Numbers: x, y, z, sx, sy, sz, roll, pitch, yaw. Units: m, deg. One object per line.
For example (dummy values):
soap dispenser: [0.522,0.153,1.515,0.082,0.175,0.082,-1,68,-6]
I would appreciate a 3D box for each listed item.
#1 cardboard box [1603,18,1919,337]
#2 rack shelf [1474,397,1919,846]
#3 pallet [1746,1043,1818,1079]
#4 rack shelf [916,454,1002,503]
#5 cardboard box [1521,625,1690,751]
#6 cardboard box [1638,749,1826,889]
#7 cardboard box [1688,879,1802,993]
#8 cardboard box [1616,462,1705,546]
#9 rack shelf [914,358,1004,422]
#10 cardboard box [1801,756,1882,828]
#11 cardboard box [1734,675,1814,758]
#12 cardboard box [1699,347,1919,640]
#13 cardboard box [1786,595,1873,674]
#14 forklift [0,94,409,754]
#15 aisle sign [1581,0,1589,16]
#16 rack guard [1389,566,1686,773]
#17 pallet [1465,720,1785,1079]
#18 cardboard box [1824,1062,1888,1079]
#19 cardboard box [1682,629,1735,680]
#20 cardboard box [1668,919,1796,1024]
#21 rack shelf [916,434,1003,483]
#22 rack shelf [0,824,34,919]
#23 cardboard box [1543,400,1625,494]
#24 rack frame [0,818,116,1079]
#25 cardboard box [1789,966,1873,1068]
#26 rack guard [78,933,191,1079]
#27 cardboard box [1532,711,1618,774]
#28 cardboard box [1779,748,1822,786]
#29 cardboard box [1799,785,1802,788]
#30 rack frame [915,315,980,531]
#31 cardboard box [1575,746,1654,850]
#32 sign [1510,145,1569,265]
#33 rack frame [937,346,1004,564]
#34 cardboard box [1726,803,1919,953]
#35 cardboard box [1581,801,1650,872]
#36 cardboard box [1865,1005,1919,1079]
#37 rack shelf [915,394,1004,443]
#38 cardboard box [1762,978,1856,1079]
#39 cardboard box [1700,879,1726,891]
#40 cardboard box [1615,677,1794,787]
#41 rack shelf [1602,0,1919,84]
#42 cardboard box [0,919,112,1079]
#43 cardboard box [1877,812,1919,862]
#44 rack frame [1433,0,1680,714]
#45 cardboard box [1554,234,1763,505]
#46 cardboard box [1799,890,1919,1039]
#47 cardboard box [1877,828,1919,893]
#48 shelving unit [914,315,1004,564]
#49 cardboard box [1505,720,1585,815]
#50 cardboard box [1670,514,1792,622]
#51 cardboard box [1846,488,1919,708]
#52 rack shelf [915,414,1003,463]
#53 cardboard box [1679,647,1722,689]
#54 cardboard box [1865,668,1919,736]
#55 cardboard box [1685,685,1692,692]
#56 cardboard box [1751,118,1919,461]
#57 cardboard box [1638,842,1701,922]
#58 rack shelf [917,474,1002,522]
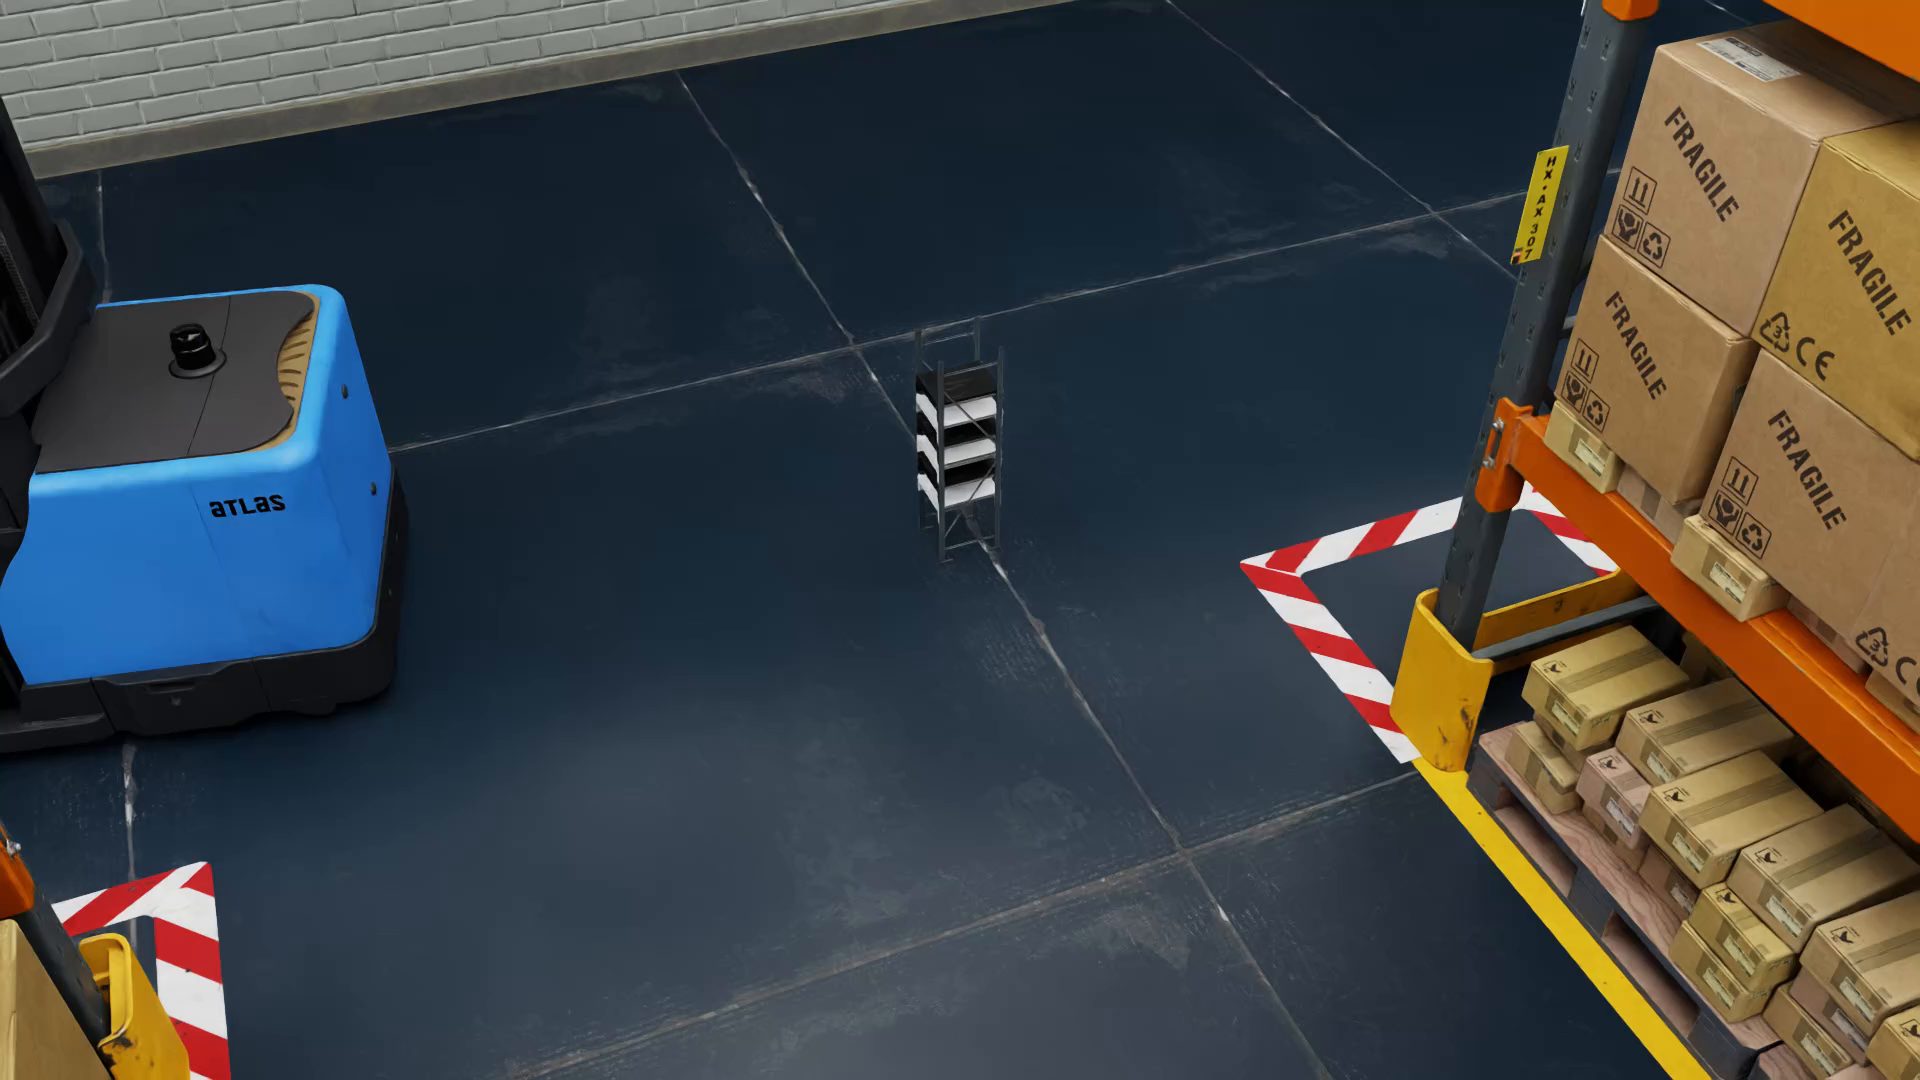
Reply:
cardboard box: [1.923,-0.861,3.878,0.500,0.500,0.500,-15,43,-17]
rack shelf: [2.762,0.810,3.559,1.077,0.370,4.000,-15,43,-17]
pallet: [2.767,1.668,4.149,1.003,0.211,1.213,-15,43,-17]
rack shelf: [-0.003,-0.253,6.043,0.258,0.077,0.200,-15,43,-17]
cardboard box: [1.883,0.429,4.859,0.380,0.149,0.250,-17,44,-19]
cardboard box: [2.078,0.749,4.487,0.380,0.149,0.250,-15,43,-17]
cardboard box: [2.186,1.007,4.414,0.380,0.149,0.250,-14,43,-16]
cardboard box: [1.953,-0.152,4.319,0.380,0.149,0.250,-14,43,-15]
rack shelf: [-0.003,-0.526,5.808,0.258,0.077,0.200,-15,43,-17]
cardboard box: [2.663,0.701,4.771,0.380,0.149,0.250,-17,43,-19]
cardboard box: [2.476,0.450,4.834,0.380,0.149,0.250,-14,43,-16]
cardboard box: [2.142,-0.163,3.834,0.500,0.500,0.500,-15,43,-17]
cardboard box: [2.233,0.145,3.973,0.380,0.149,0.250,-13,42,-15]
forklift: [-3.479,-0.692,4.807,3.031,2.935,1.130,-7,41,-8]
aisle sign: [1.692,-1.622,3.842,0.394,0.787,0.004,-15,43,-17]
rack guard: [2.026,0.326,5.487,1.175,0.500,0.348,-15,43,-17]
pallet: [2.304,0.934,5.002,1.003,0.211,1.213,-15,43,-17]
cardboard box: [2.376,1.418,4.165,0.380,0.149,0.250,-17,44,-19]
cardboard box: [2.433,0.284,5.027,0.380,0.149,0.250,-15,43,-16]
cardboard box: [2.175,1.116,4.516,0.380,0.149,0.250,-15,43,-16]
rack shelf: [-0.003,-0.321,5.984,0.258,0.077,0.200,-15,43,-17]
rack shelf: [-1.859,1.987,2.191,1.077,0.370,4.000,-15,43,-17]
cardboard box: [1.818,-0.295,4.485,0.380,0.149,0.250,-15,43,-17]
rack frame: [-2.621,0.508,3.358,0.949,2.616,0.053,-15,43,-17]
cardboard box: [2.375,1.143,4.256,0.380,0.149,0.250,-17,44,-19]
rack guard: [-2.634,1.442,4.189,1.175,0.500,0.348,-15,43,-17]
cardboard box: [1.960,0.521,4.980,0.380,0.149,0.250,-13,42,-15]
cardboard box: [2.513,0.559,4.936,0.380,0.149,0.250,-16,43,-18]
cardboard box: [2.583,0.649,5.059,0.380,0.149,0.250,-14,43,-16]
rack frame: [-0.042,-0.407,6.034,0.240,0.900,0.006,-15,43,-17]
cardboard box: [2.013,0.700,4.771,0.380,0.149,0.250,-15,43,-17]
sign: [1.495,-0.860,4.286,0.100,0.325,0.005,-15,43,-17]
rack frame: [0.036,-0.285,5.891,0.240,0.900,0.006,-15,43,-17]
cardboard box: [2.249,0.878,4.337,0.380,0.149,0.250,-17,44,-19]
cardboard box: [2.077,0.787,4.899,0.380,0.149,0.250,-15,43,-17]
cardboard box: [2.405,1.217,3.942,0.380,0.149,0.250,-14,43,-16]
rack shelf: [-0.003,-0.457,5.867,0.258,0.077,0.200,-15,43,-17]
cardboard box: [2.361,1.246,4.365,0.380,0.149,0.250,-15,43,-17]
cardboard box: [2.188,0.826,4.626,0.380,0.149,0.250,-15,43,-16]
cardboard box: [2.100,0.565,4.700,0.380,0.149,0.250,-14,43,-16]
rack shelf: [2.762,-0.327,2.581,1.077,0.370,4.000,-15,43,-17]
cardboard box: [-2.306,1.521,3.488,0.875,0.875,0.875,-15,43,-17]
cardboard box: [2.733,0.746,4.490,0.380,0.149,0.250,-17,43,-19]
rack frame: [1.997,-0.667,4.726,1.000,3.000,0.127,-15,43,-17]
cardboard box: [1.913,-0.479,4.201,0.500,0.500,0.500,-13,42,-15]
cardboard box: [2.347,1.047,4.140,0.380,0.149,0.250,-14,43,-15]
cardboard box: [2.671,0.888,4.553,0.380,0.149,0.250,-16,43,-17]
shelving unit: [-0.003,-0.346,5.962,0.258,0.900,0.210,-15,43,-17]
cardboard box: [1.901,0.650,5.058,0.380,0.149,0.250,-14,43,-16]
cardboard box: [2.007,0.023,4.115,0.380,0.149,0.250,-16,43,-18]
cardboard box: [2.317,0.136,3.487,0.500,0.500,0.500,-15,43,-16]
rack shelf: [-0.003,-0.389,5.925,0.258,0.077,0.200,-15,43,-17]
cardboard box: [2.462,0.388,5.134,0.380,0.149,0.250,-16,43,-18]
cardboard box: [2.314,0.315,3.776,0.380,0.149,0.250,-16,43,-17]
cardboard box: [2.391,0.519,5.210,0.380,0.149,0.250,-14,43,-16]
cardboard box: [2.122,-0.558,3.527,0.500,0.500,0.500,-14,43,-16]
cardboard box: [2.179,0.935,4.727,0.380,0.149,0.250,-15,43,-16]
rack shelf: [-0.003,-0.184,6.101,0.258,0.077,0.200,-15,43,-17]
